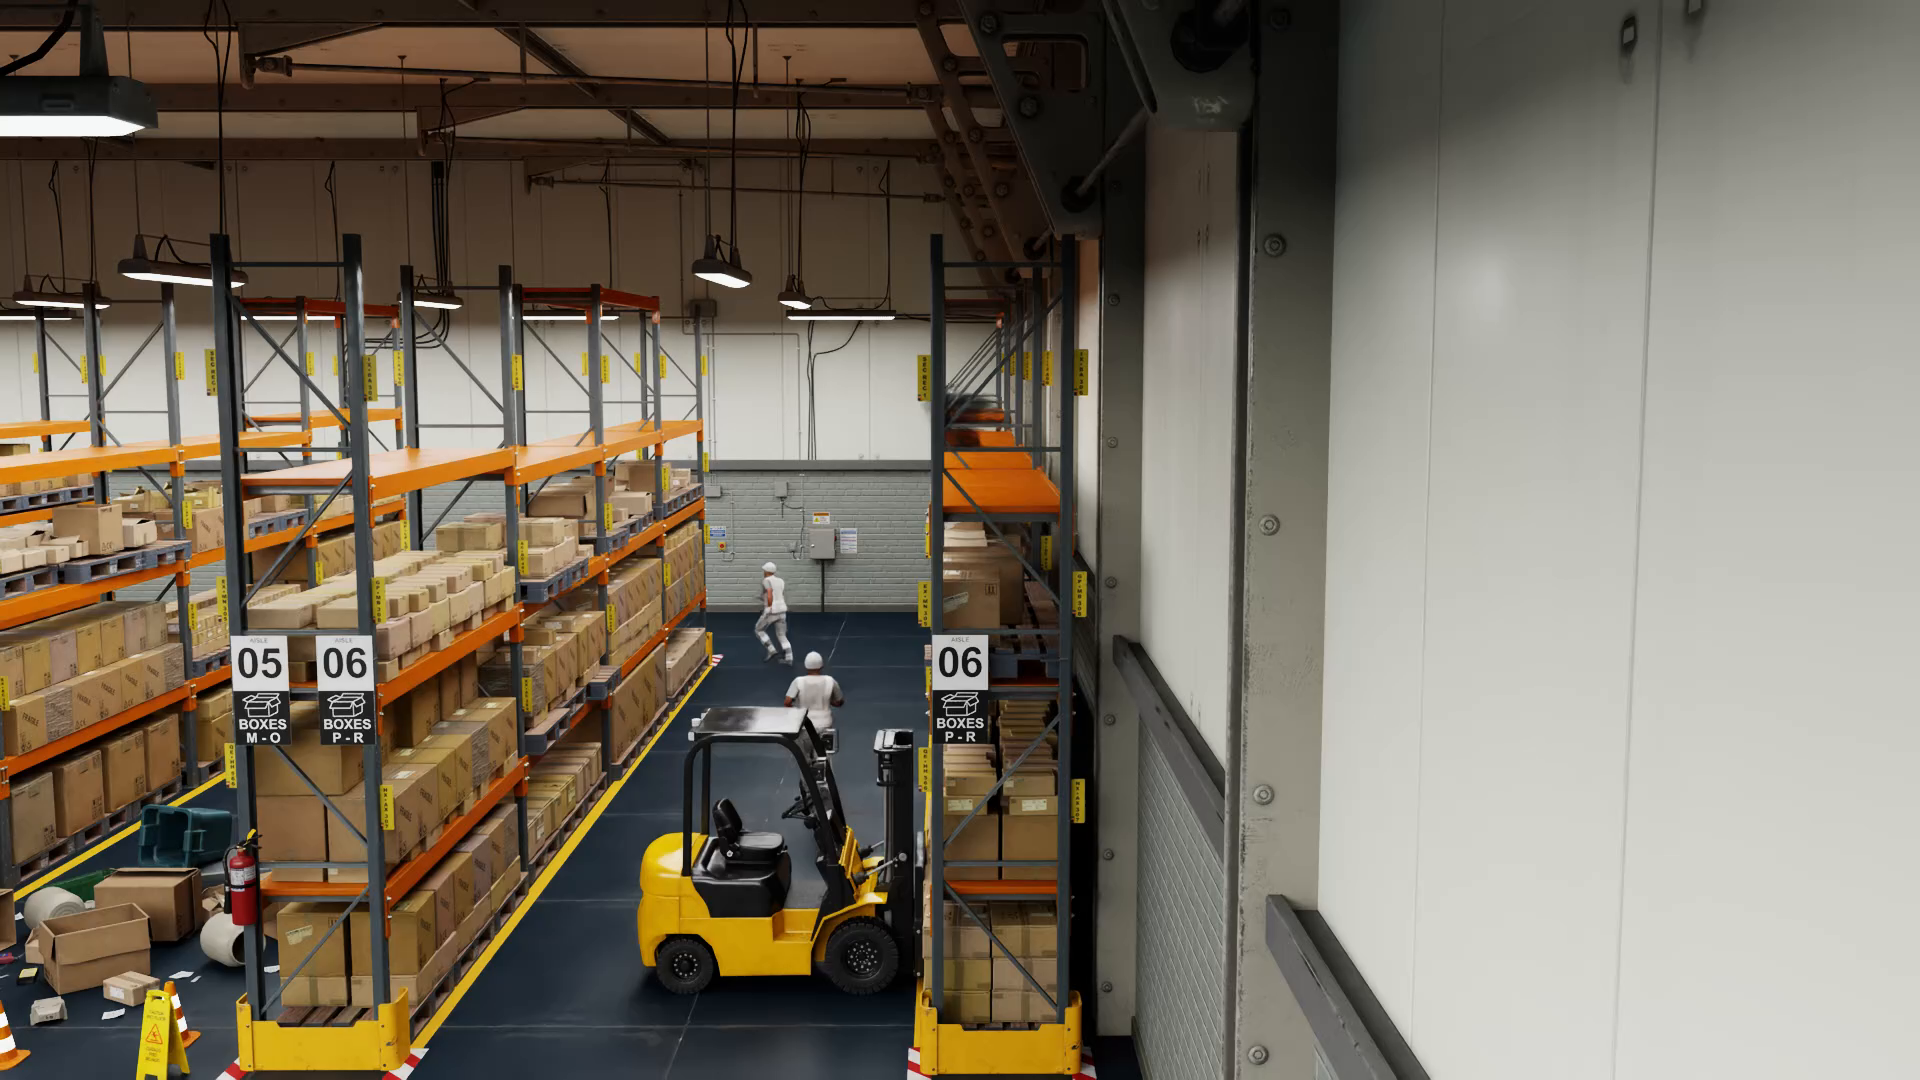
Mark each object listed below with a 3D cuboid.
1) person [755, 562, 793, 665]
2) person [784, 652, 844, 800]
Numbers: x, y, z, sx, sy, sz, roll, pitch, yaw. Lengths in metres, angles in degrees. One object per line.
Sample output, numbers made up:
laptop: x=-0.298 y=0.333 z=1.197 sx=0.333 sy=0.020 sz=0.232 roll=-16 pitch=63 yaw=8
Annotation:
person: x=-3.141 y=1.217 z=27.918 sx=0.902 sy=1.679 sz=0.625 roll=6 pitch=9 yaw=43
person: x=-1.692 y=2.157 z=19.241 sx=0.702 sy=1.761 sz=0.957 roll=-1 pitch=6 yaw=-9
